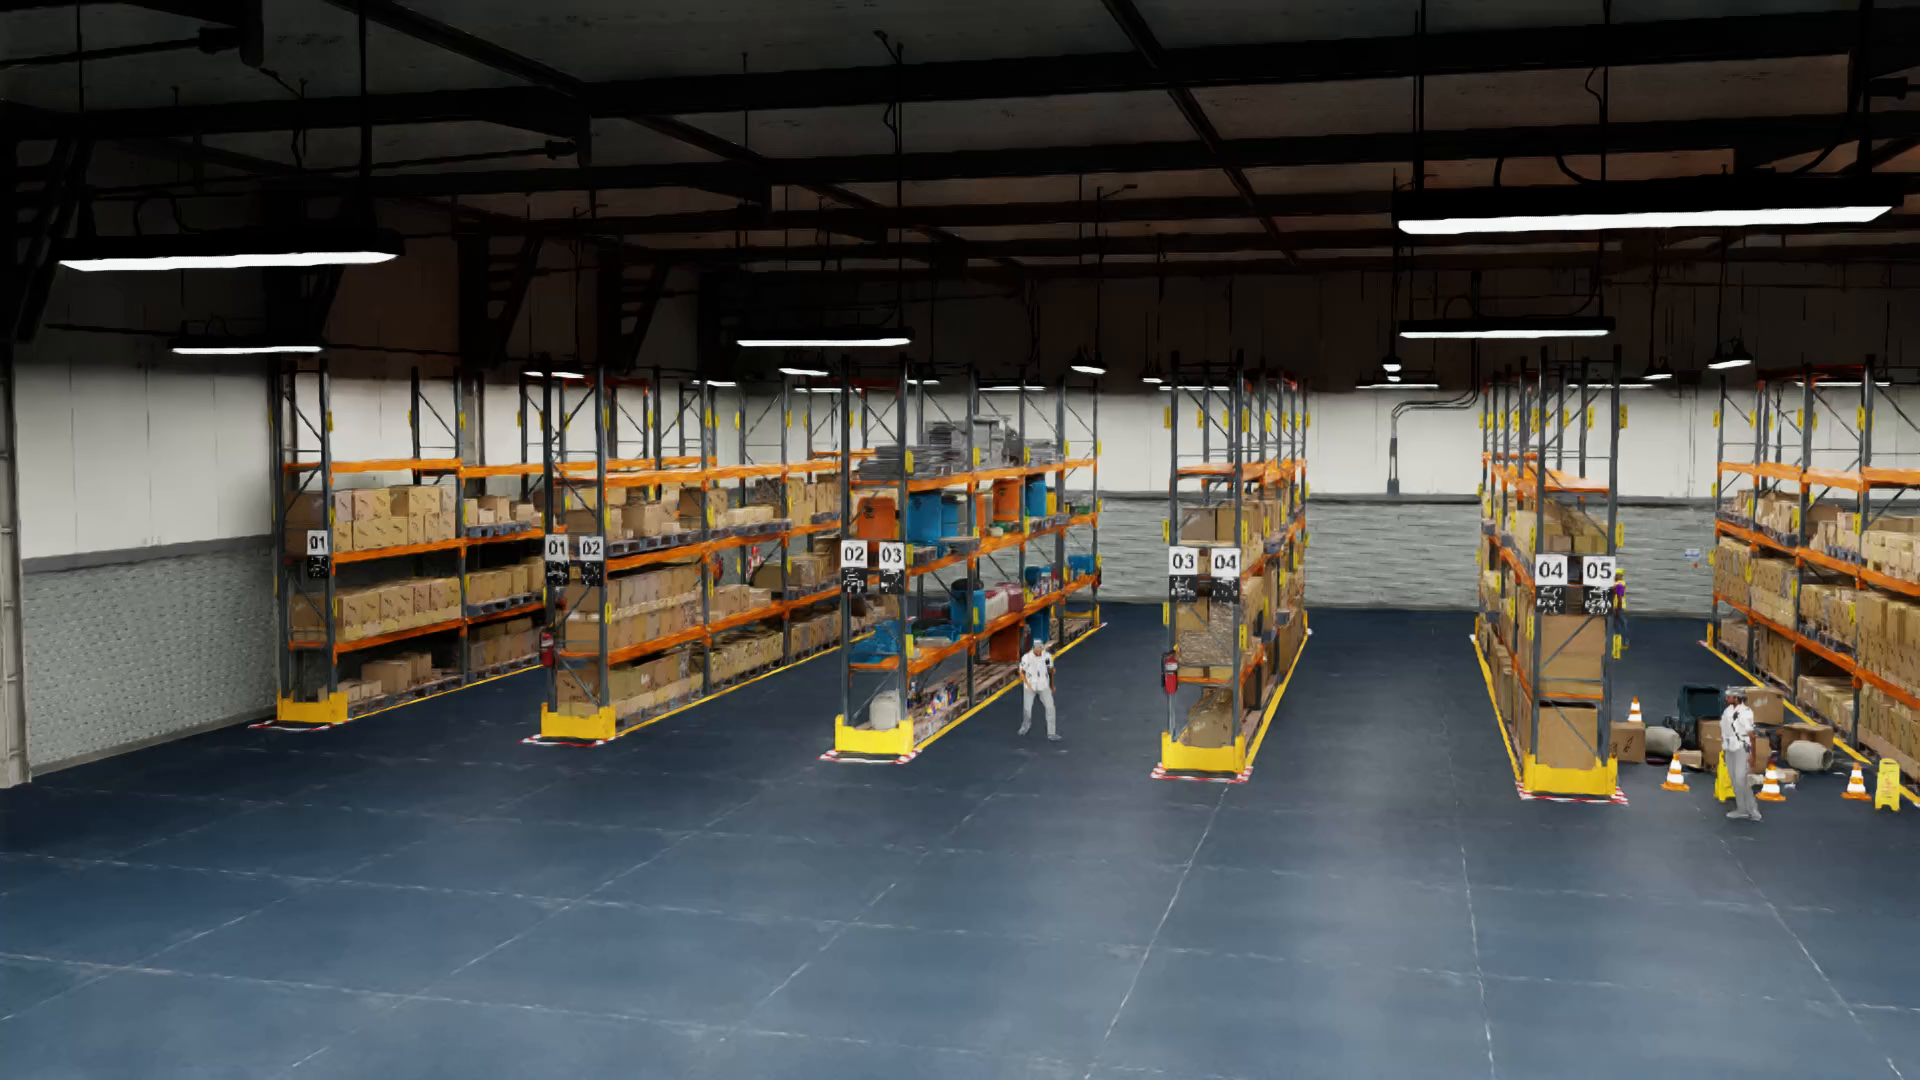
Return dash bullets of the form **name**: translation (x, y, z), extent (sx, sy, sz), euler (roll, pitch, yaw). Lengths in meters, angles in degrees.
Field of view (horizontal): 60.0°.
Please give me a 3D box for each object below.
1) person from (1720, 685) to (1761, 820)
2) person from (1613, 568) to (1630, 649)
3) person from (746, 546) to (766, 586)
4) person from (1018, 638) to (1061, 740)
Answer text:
- **person**: translation (9.803, 2.666, 20.868), extent (0.397, 1.658, 0.574), euler (-1, 4, -15)
- **person**: translation (14.469, 1.488, 36.617), extent (0.576, 1.767, 0.742), euler (2, 4, 20)
- **person**: translation (-5.354, 1.003, 43.529), extent (0.675, 1.723, 0.793), euler (0, 4, -6)
- **person**: translation (1.239, 2.313, 26.223), extent (0.656, 1.597, 0.818), euler (0, 4, -2)
